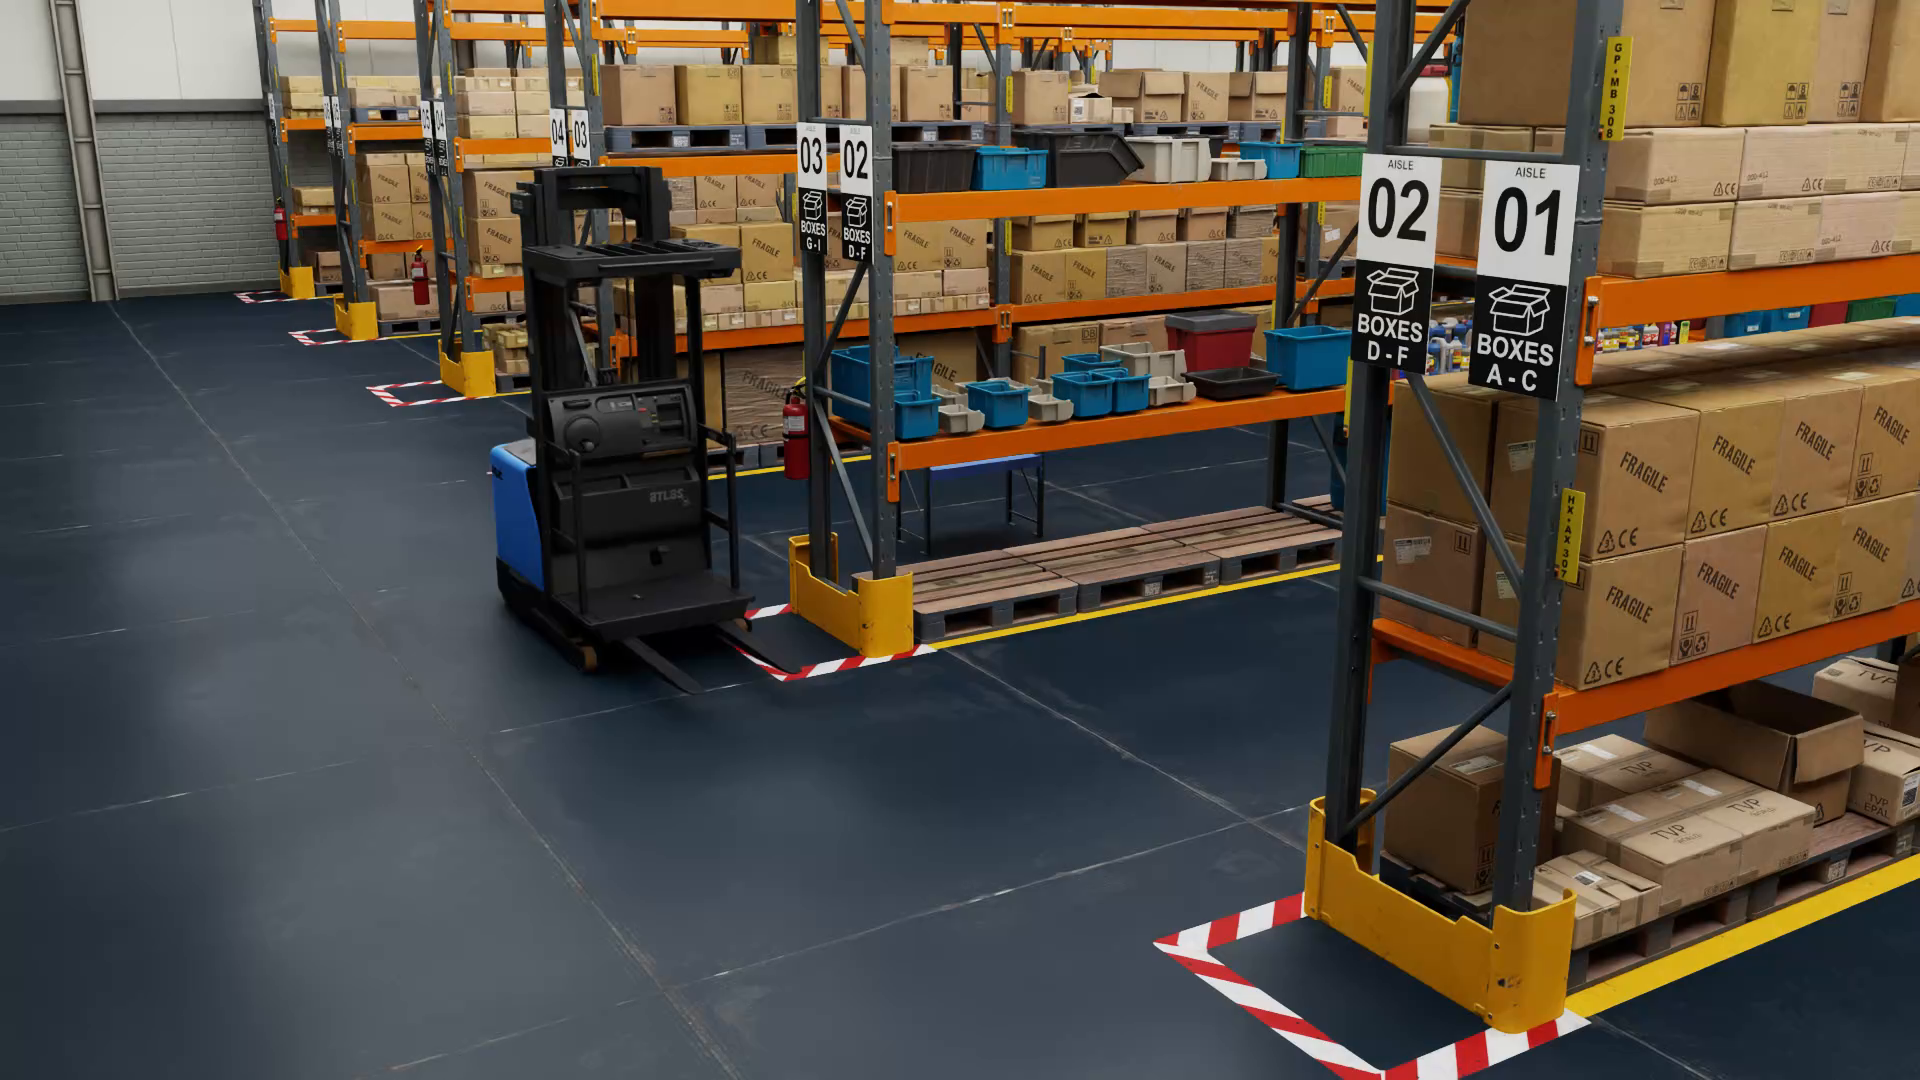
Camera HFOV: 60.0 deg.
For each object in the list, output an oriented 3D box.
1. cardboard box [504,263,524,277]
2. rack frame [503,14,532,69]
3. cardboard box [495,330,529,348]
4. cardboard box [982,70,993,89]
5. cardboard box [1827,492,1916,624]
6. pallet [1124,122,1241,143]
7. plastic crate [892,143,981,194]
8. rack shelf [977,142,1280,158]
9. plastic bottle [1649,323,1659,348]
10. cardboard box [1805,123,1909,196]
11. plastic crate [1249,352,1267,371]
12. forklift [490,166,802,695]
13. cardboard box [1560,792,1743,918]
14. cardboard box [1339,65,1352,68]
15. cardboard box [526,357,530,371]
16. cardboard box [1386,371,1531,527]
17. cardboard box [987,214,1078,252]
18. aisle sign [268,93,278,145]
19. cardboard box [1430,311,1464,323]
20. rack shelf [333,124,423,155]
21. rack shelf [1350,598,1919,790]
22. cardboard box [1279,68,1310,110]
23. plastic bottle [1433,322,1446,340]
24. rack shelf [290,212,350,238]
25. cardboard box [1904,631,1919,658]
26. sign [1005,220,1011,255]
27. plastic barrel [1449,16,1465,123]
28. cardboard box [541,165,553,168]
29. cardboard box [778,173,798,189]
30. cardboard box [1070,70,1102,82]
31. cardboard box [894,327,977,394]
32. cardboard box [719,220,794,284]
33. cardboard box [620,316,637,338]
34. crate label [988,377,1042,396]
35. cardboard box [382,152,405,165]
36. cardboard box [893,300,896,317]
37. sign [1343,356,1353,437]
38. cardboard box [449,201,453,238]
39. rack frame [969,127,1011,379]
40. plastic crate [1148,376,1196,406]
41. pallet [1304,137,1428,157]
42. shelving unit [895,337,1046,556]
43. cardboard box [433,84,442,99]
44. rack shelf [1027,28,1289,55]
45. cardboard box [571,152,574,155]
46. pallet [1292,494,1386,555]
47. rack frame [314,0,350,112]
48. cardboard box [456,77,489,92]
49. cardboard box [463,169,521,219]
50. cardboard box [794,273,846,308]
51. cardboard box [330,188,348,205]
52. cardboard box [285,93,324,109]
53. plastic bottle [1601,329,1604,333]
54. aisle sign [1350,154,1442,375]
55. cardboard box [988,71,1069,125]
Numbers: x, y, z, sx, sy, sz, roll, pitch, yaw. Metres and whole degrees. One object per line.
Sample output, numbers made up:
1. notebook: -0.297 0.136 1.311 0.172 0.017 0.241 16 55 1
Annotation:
1. cardboard box: -5.078 -3.071 18.775 0.250 0.149 0.380 -8 18 -28
2. rack frame: -7.488 -8.902 27.995 0.127 3.000 1.000 -9 18 -30
3. cardboard box: -5.098 -2.288 18.918 0.250 0.149 0.380 -10 19 -32
4. cardboard box: 0.491 -5.960 21.454 0.258 0.266 0.396 -9 18 -30
5. cardboard box: 3.661 0.016 7.110 0.500 0.500 0.500 -9 18 -29
6. pallet: 2.122 -4.224 17.214 1.213 0.211 1.003 -8 18 -27
7. plastic crate: -0.229 -2.241 10.032 0.590 0.269 0.497 -9 18 -30
8. rack shelf: 1.889 -3.949 17.214 4.000 0.370 1.077 -9 18 -30
9. plastic bottle: 5.721 -1.688 13.743 0.097 0.201 0.097 0 16 0
10. cardboard box: 3.277 -1.487 6.451 0.500 0.250 0.500 -9 18 -30
11. plastic crate: 2.253 -1.297 12.357 0.243 0.136 0.396 -9 18 -30
12. forklift: -1.977 -0.751 10.158 1.130 2.935 3.031 -10 18 -31
13. cardboard box: 2.885 1.309 6.963 0.500 0.250 0.500 -9 18 -30
14. cardboard box: 5.487 -6.847 24.245 0.250 0.149 0.380 -9 18 -30
15. cardboard box: -4.925 -2.062 19.212 0.250 0.149 0.380 -9 18 -30
16. cardboard box: 2.085 -0.379 6.667 0.500 0.500 0.500 -9 18 -30
17. cardboard box: 0.718 -3.194 16.705 0.637 0.503 0.797 -10 18 -31
18. aisle sign: -10.824 -6.632 26.194 0.004 0.787 0.394 -9 18 -30
19. cardboard box: 5.597 -2.473 19.990 0.500 0.500 0.700 -11 19 -34
20. rack shelf: -6.643 -5.685 23.410 4.000 0.370 1.077 -9 18 -30
21. rack shelf: 3.559 0.344 7.457 4.000 0.370 1.077 -9 18 -30
22. cardboard box: 3.884 -4.986 18.471 0.500 0.500 0.500 -9 18 -28
23. plastic bottle: 3.838 -1.608 13.326 0.097 0.271 0.097 0 16 0
24. rack shelf: -9.203 -5.389 27.910 4.000 0.370 1.077 -9 18 -30
25. cardboard box: 5.549 0.577 9.111 0.500 0.500 0.500 -9 18 -30
26. sign: 0.462 -2.899 15.945 0.005 0.325 0.100 -9 18 -30
27. plastic barrel: 4.110 -3.587 12.885 0.708 0.901 0.600 -9 18 -30
28. cardboard box: -4.582 -4.117 19.451 0.500 0.500 0.500 -8 18 -27
29. cardboard box: -2.673 -5.678 25.570 0.500 0.500 0.500 -9 18 -30
30. cardboard box: 2.544 -9.306 33.846 0.500 0.500 0.500 -9 18 -28
31. cardboard box: -0.432 -1.679 16.499 0.875 0.875 0.875 -9 18 -30
32. cardboard box: -1.834 -2.596 14.950 0.500 0.500 0.500 -10 18 -31
33. cardboard box: -2.780 -1.869 14.484 0.250 0.149 0.380 -9 18 -29
34. crate label: 0.385 -1.009 11.330 0.243 0.136 0.396 -9 18 -30
35. cardboard box: -7.723 -5.190 22.626 0.250 0.149 0.380 -9 18 -28
36. cardboard box: -0.800 -2.190 15.632 0.250 0.149 0.380 -9 18 -29
37. sign: 1.576 -0.565 6.637 0.005 0.325 0.100 -9 18 -30
38. cardboard box: -6.934 -4.501 23.225 0.500 0.500 0.500 -9 18 -30
39. rack frame: 0.175 -2.573 16.530 0.127 3.000 1.000 -9 18 -30
40. plastic crate: 1.388 -1.017 11.358 0.466 0.136 0.293 -9 18 -30
41. pallet: 3.347 -2.912 12.532 1.003 0.211 1.213 -9 18 -30
42. shelving unit: 0.073 -0.734 12.750 1.048 1.500 0.538 -9 18 -30
43. cardboard box: -7.049 -6.158 22.964 0.500 0.311 0.500 -9 18 -29
44. rack shelf: 2.850 -6.918 22.991 4.000 0.370 1.077 -9 18 -30
45. cardboard box: -5.530 -5.547 23.901 0.250 0.149 0.380 -9 18 -30
46. pallet: 3.409 -0.182 13.167 1.213 0.211 1.003 -9 18 -30
47. rack frame: -8.358 -7.198 21.916 0.127 3.000 1.000 -9 18 -30
48. cardboard box: -5.327 -4.975 18.157 0.250 0.149 0.380 -9 18 -30
49. cardboard box: -5.200 -3.852 18.505 0.500 0.500 0.500 -9 18 -30
50. cardboard box: -1.384 -2.308 15.314 0.500 0.250 0.500 -10 18 -31
51. cardboard box: -9.957 -5.599 27.054 0.500 0.250 0.500 -9 18 -29
52. cardboard box: -10.396 -6.971 26.391 0.500 0.250 0.500 -9 18 -30
53. plastic bottle: 5.617 -1.938 14.495 0.135 0.276 0.152 -9 18 -30
54. aisle sign: 1.628 -1.037 6.236 0.004 0.787 0.394 -9 18 -30
55. cardboard box: 0.667 -4.350 16.351 0.500 0.500 0.700 -9 18 -28
